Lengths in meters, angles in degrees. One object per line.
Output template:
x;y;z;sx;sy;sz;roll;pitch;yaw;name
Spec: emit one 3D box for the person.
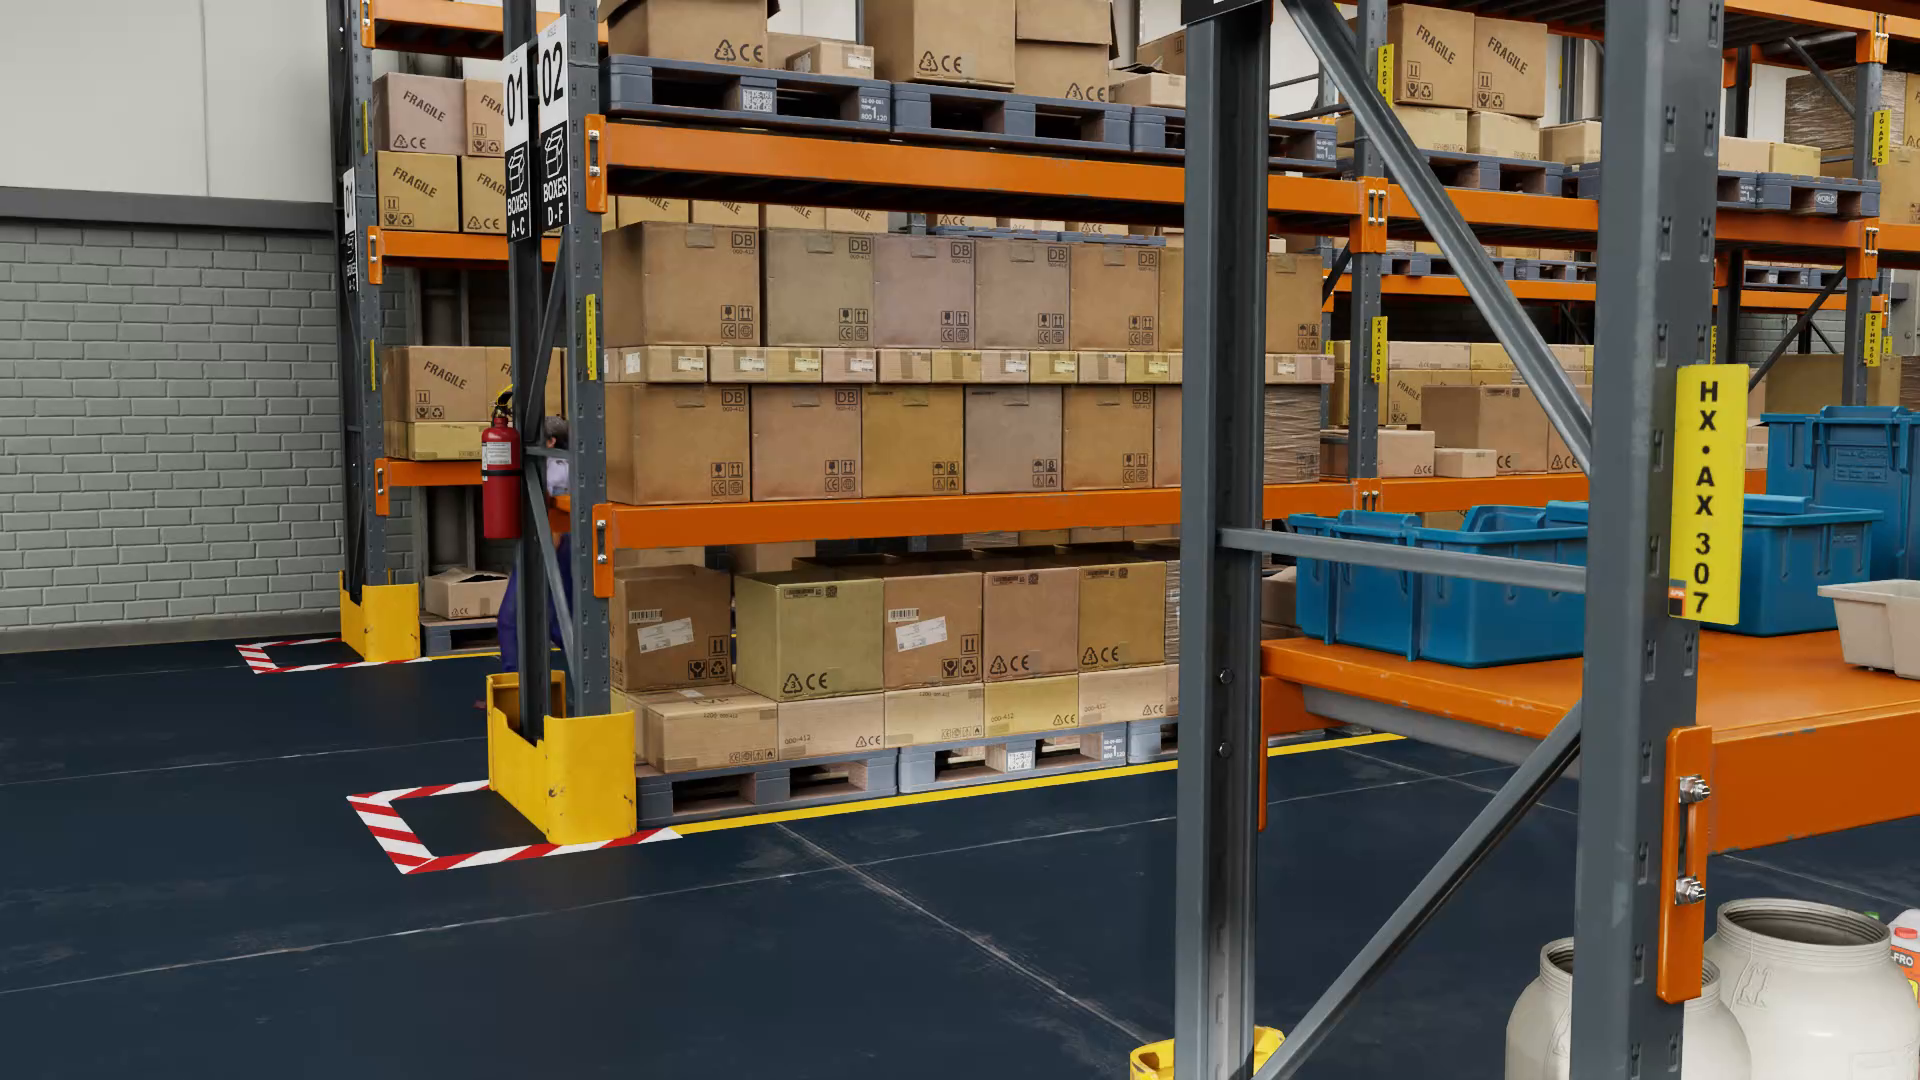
-2.210;0.132;9.104;0.904;1.587;0.470;-3;6;-28;person
